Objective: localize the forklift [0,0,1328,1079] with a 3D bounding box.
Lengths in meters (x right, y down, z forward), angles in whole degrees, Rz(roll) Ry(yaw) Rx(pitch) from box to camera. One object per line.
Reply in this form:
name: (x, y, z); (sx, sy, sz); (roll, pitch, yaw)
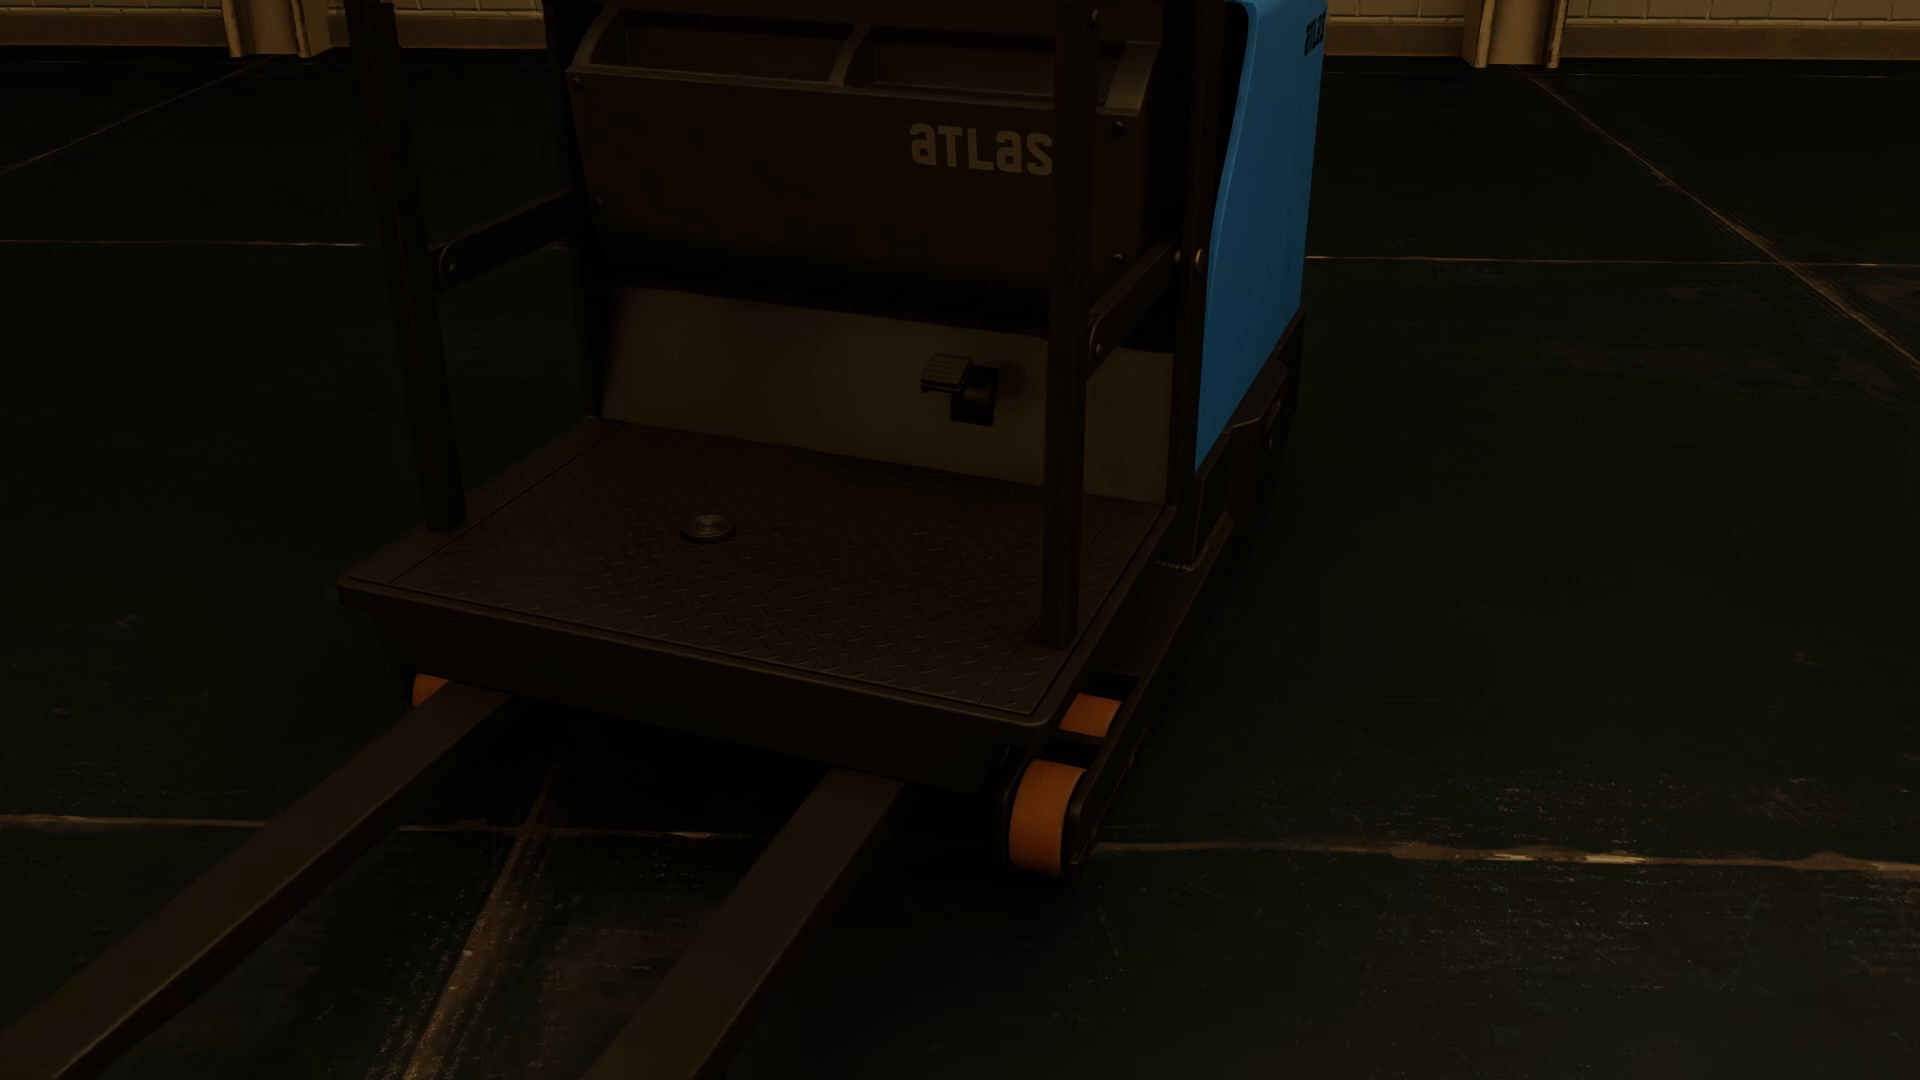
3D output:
forklift: (-0.234, -1.044, 2.136); (1.130, 2.935, 3.031); (10, 28, 19)
